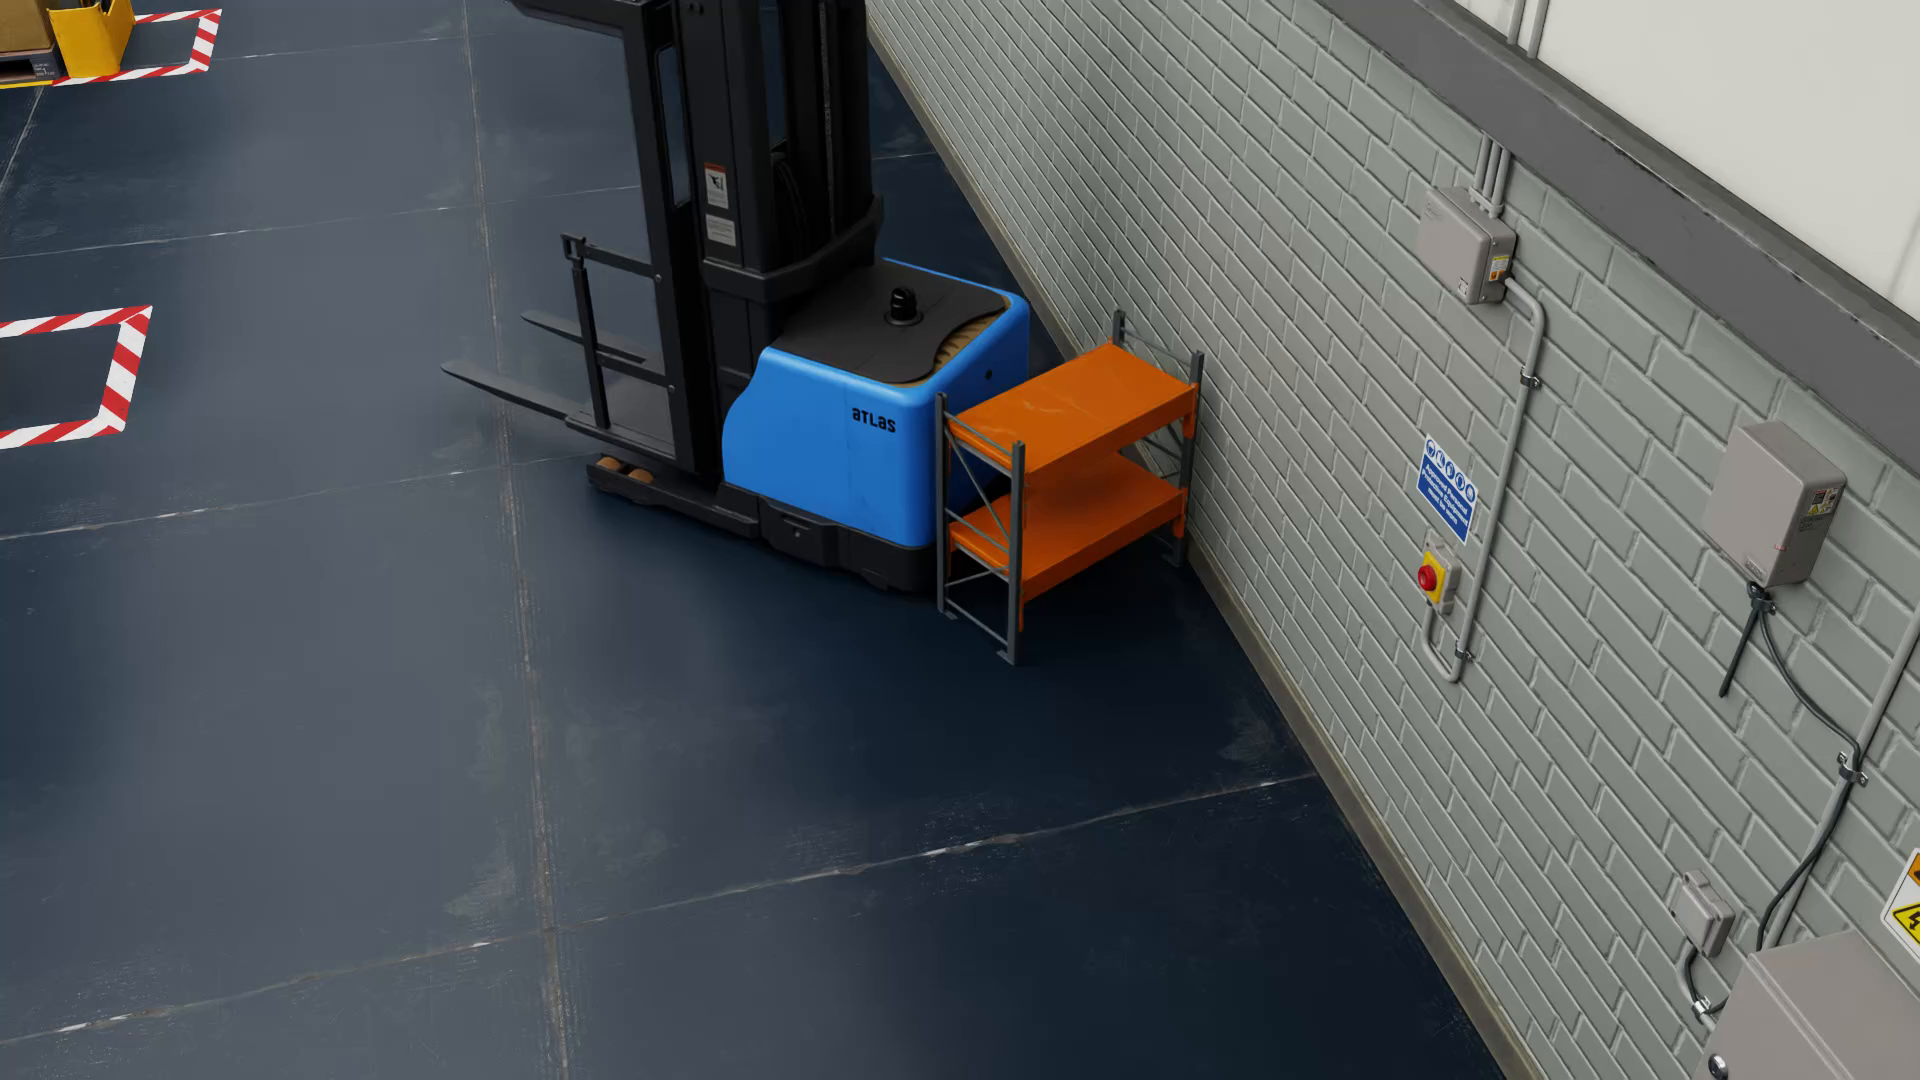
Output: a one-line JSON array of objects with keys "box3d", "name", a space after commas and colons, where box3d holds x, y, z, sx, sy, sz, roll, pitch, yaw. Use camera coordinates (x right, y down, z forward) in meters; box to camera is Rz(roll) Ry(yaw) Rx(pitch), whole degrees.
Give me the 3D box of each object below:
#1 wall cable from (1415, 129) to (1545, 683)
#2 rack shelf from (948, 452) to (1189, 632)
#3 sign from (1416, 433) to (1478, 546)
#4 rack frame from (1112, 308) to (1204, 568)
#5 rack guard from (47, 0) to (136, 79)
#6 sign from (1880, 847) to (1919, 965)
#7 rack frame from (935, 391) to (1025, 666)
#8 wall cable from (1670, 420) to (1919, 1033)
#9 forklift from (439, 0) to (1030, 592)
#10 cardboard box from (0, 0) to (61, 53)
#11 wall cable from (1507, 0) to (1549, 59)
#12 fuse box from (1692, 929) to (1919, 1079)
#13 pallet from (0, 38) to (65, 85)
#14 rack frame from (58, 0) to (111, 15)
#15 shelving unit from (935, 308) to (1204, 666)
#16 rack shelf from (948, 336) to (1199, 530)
[{"box3d": [1.494, -0.433, 4.985, 0.123, 1.953, 0.585, -9, 38, -12], "name": "wall cable"}, {"box3d": [0.458, -0.040, 7.279, 1.000, 0.278, 0.538, -28, 45, -32], "name": "rack shelf"}, {"box3d": [1.541, -0.162, 5.271, 0.001, 0.218, 0.327, -9, 38, -12], "name": "sign"}, {"box3d": [0.841, -0.438, 7.396, 0.032, 1.125, 0.500, -28, 45, -32], "name": "rack frame"}, {"box3d": [-6.504, -3.934, 12.481, 0.348, 0.500, 1.175, -9, 38, -12], "name": "rack guard"}, {"box3d": [2.087, 0.845, 3.497, 0.001, 0.242, 0.339, -9, 38, -12], "name": "sign"}, {"box3d": [0.075, -0.031, 6.865, 0.032, 1.125, 0.500, -28, 45, -32], "name": "rack frame"}, {"box3d": [1.875, 0.410, 3.909, 0.122, 1.984, 0.588, -9, 38, -12], "name": "wall cable"}, {"box3d": [-1.206, -1.592, 7.419, 3.031, 2.935, 1.130, 20, 42, 24], "name": "forklift"}, {"box3d": [-7.124, -4.097, 12.041, 0.875, 0.875, 0.875, -9, 38, -12], "name": "cardboard box"}, {"box3d": [1.475, -2.559, 3.689, 0.029, 3.000, 0.463, -9, 38, -12], "name": "wall cable"}, {"box3d": [1.901, 1.750, 4.054, 0.414, 1.711, 0.539, -9, 38, -12], "name": "fuse box"}, {"box3d": [-7.278, -3.643, 12.338, 1.213, 0.211, 1.003, -9, 38, -12], "name": "pallet"}, {"box3d": [-6.527, -4.923, 11.717, 0.127, 3.000, 1.000, -9, 38, -12], "name": "rack frame"}, {"box3d": [0.458, -0.234, 7.131, 1.048, 1.125, 0.538, -28, 45, -32], "name": "shelving unit"}, {"box3d": [0.458, -0.467, 6.953, 1.000, 0.278, 0.538, -28, 45, -32], "name": "rack shelf"}]
